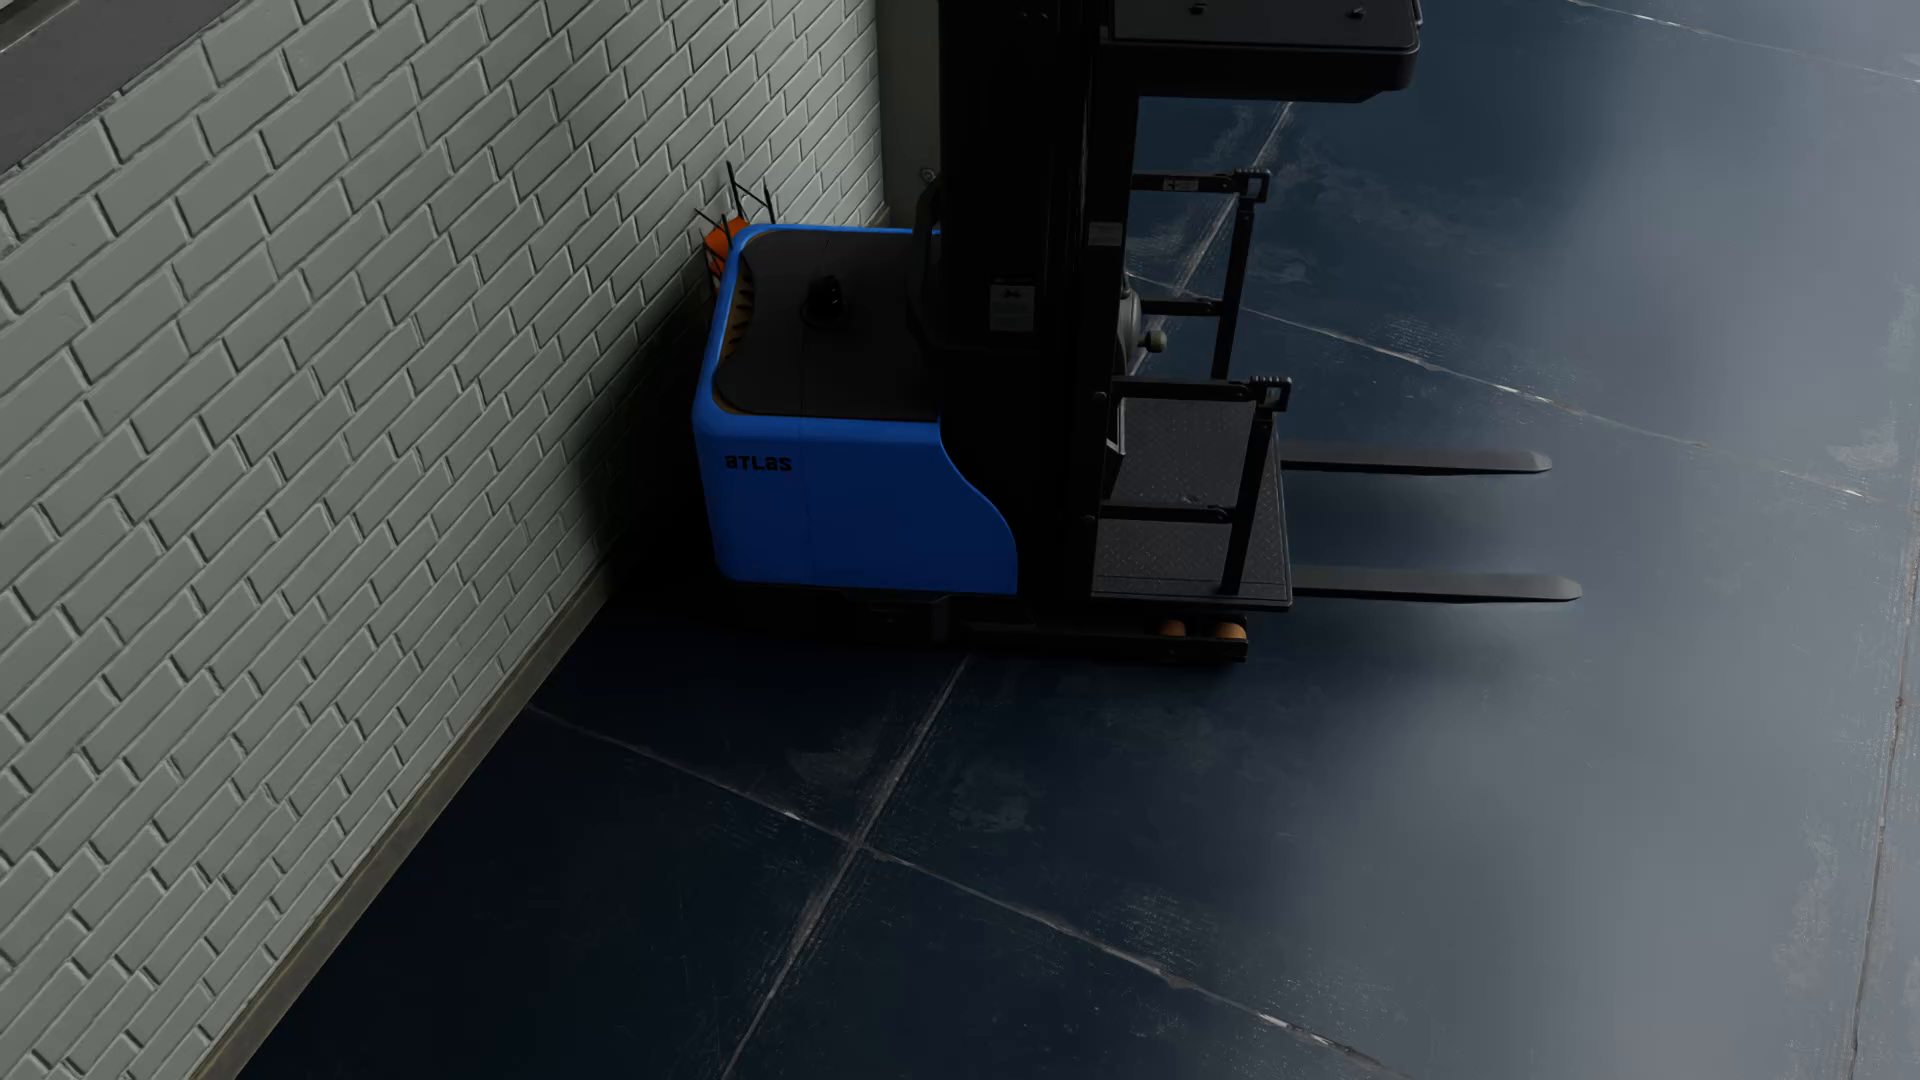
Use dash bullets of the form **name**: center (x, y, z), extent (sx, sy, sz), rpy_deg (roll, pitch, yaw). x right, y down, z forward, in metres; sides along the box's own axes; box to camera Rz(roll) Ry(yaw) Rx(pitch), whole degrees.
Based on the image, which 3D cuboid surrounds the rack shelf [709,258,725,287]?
- **rack shelf**: center (-0.767, -0.947, 6.003), extent (0.180, 0.103, 0.258), rpy_deg (-36, 56, -22)

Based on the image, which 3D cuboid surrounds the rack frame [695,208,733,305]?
- **rack frame**: center (-0.819, -0.771, 6.118), extent (0.006, 1.200, 0.240), rpy_deg (-36, 56, -22)

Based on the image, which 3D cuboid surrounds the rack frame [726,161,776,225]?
- **rack frame**: center (-0.682, -0.872, 6.187), extent (0.006, 1.200, 0.240), rpy_deg (-36, 56, -22)

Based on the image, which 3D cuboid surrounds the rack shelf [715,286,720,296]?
- **rack shelf**: center (-0.757, -0.870, 6.095), extent (0.180, 0.103, 0.258), rpy_deg (-36, 56, -22)

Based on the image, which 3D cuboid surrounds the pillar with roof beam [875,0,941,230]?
- **pillar with roof beam**: center (3.776, -2.978, 2.875), extent (9.100, 9.000, 0.400), rpy_deg (20, 52, 16)

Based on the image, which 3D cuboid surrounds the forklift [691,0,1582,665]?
- **forklift**: center (0.676, -0.929, 5.116), extent (3.031, 2.935, 1.130), rpy_deg (3, 50, 2)

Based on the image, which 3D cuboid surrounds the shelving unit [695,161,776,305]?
- **shelving unit**: center (-0.751, -0.822, 6.152), extent (0.189, 1.200, 0.258), rpy_deg (-36, 56, -22)

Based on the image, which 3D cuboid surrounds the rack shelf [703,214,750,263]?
- **rack shelf**: center (-0.777, -1.023, 5.911), extent (0.180, 0.103, 0.258), rpy_deg (-36, 56, -22)
